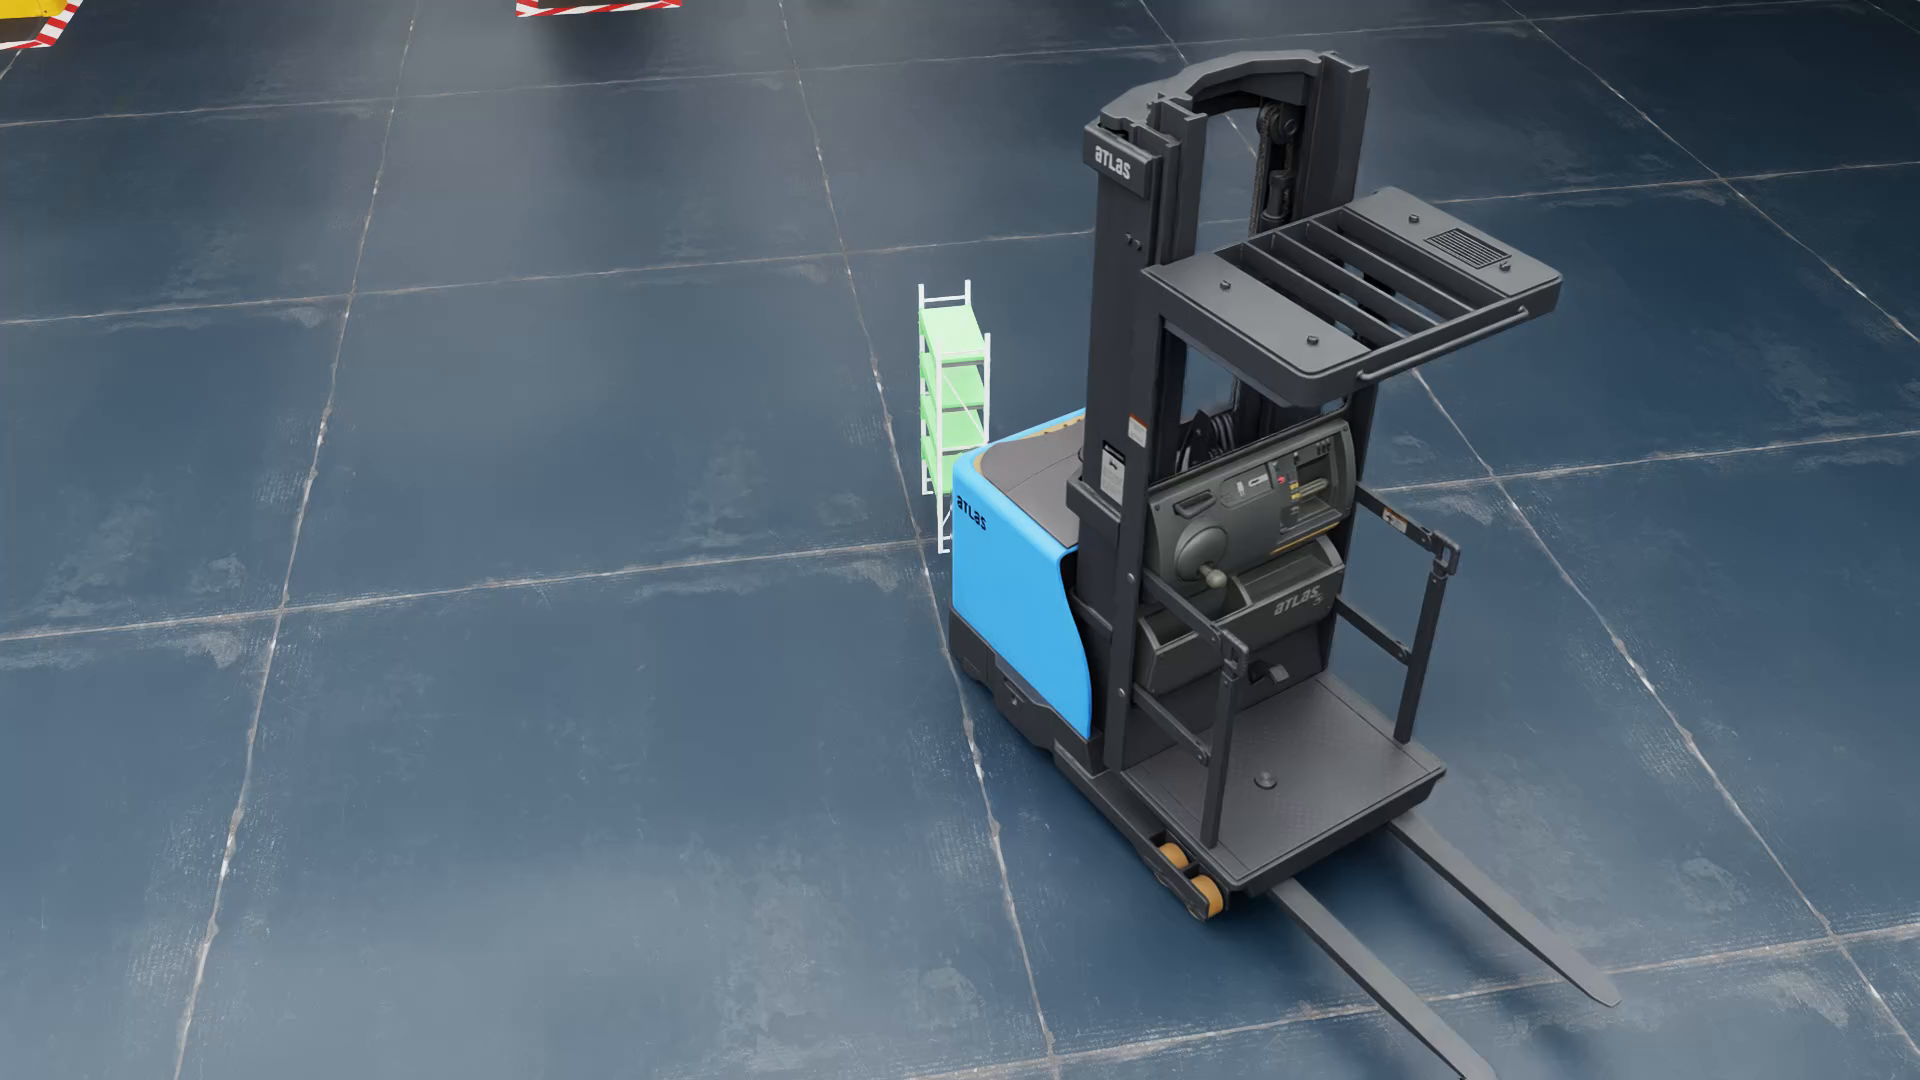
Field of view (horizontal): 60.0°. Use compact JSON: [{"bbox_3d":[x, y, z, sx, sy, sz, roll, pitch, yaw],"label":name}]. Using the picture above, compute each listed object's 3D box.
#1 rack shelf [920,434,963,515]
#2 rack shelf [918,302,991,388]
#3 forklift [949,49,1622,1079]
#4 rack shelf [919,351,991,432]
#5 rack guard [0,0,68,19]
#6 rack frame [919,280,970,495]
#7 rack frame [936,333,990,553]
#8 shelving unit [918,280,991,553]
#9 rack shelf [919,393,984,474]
[{"bbox_3d":[-0.029,-0.334,8.097,0.258,0.148,0.480,-6,38,-8],"label":"rack shelf"},{"bbox_3d":[-0.029,-0.902,7.655,0.258,0.148,0.480,-6,38,-8],"label":"rack shelf"},{"bbox_3d":[1.180,-0.057,5.834,1.130,2.935,3.031,-22,43,-26],"label":"forklift"},{"bbox_3d":[-0.029,-0.713,7.802,0.258,0.148,0.480,-6,38,-8],"label":"rack shelf"},{"bbox_3d":[-8.032,-4.561,13.613,1.175,0.500,0.348,-6,38,-8],"label":"rack guard"},{"bbox_3d":[-0.072,-0.721,8.100,0.240,1.200,0.015,-6,38,-8],"label":"rack frame"},{"bbox_3d":[0.014,-0.426,7.721,0.240,1.200,0.015,-6,38,-8],"label":"rack frame"},{"bbox_3d":[-0.029,-0.574,7.911,0.258,1.200,0.503,-6,38,-8],"label":"shelving unit"},{"bbox_3d":[-0.029,-0.523,7.950,0.258,0.148,0.480,-6,38,-8],"label":"rack shelf"}]
